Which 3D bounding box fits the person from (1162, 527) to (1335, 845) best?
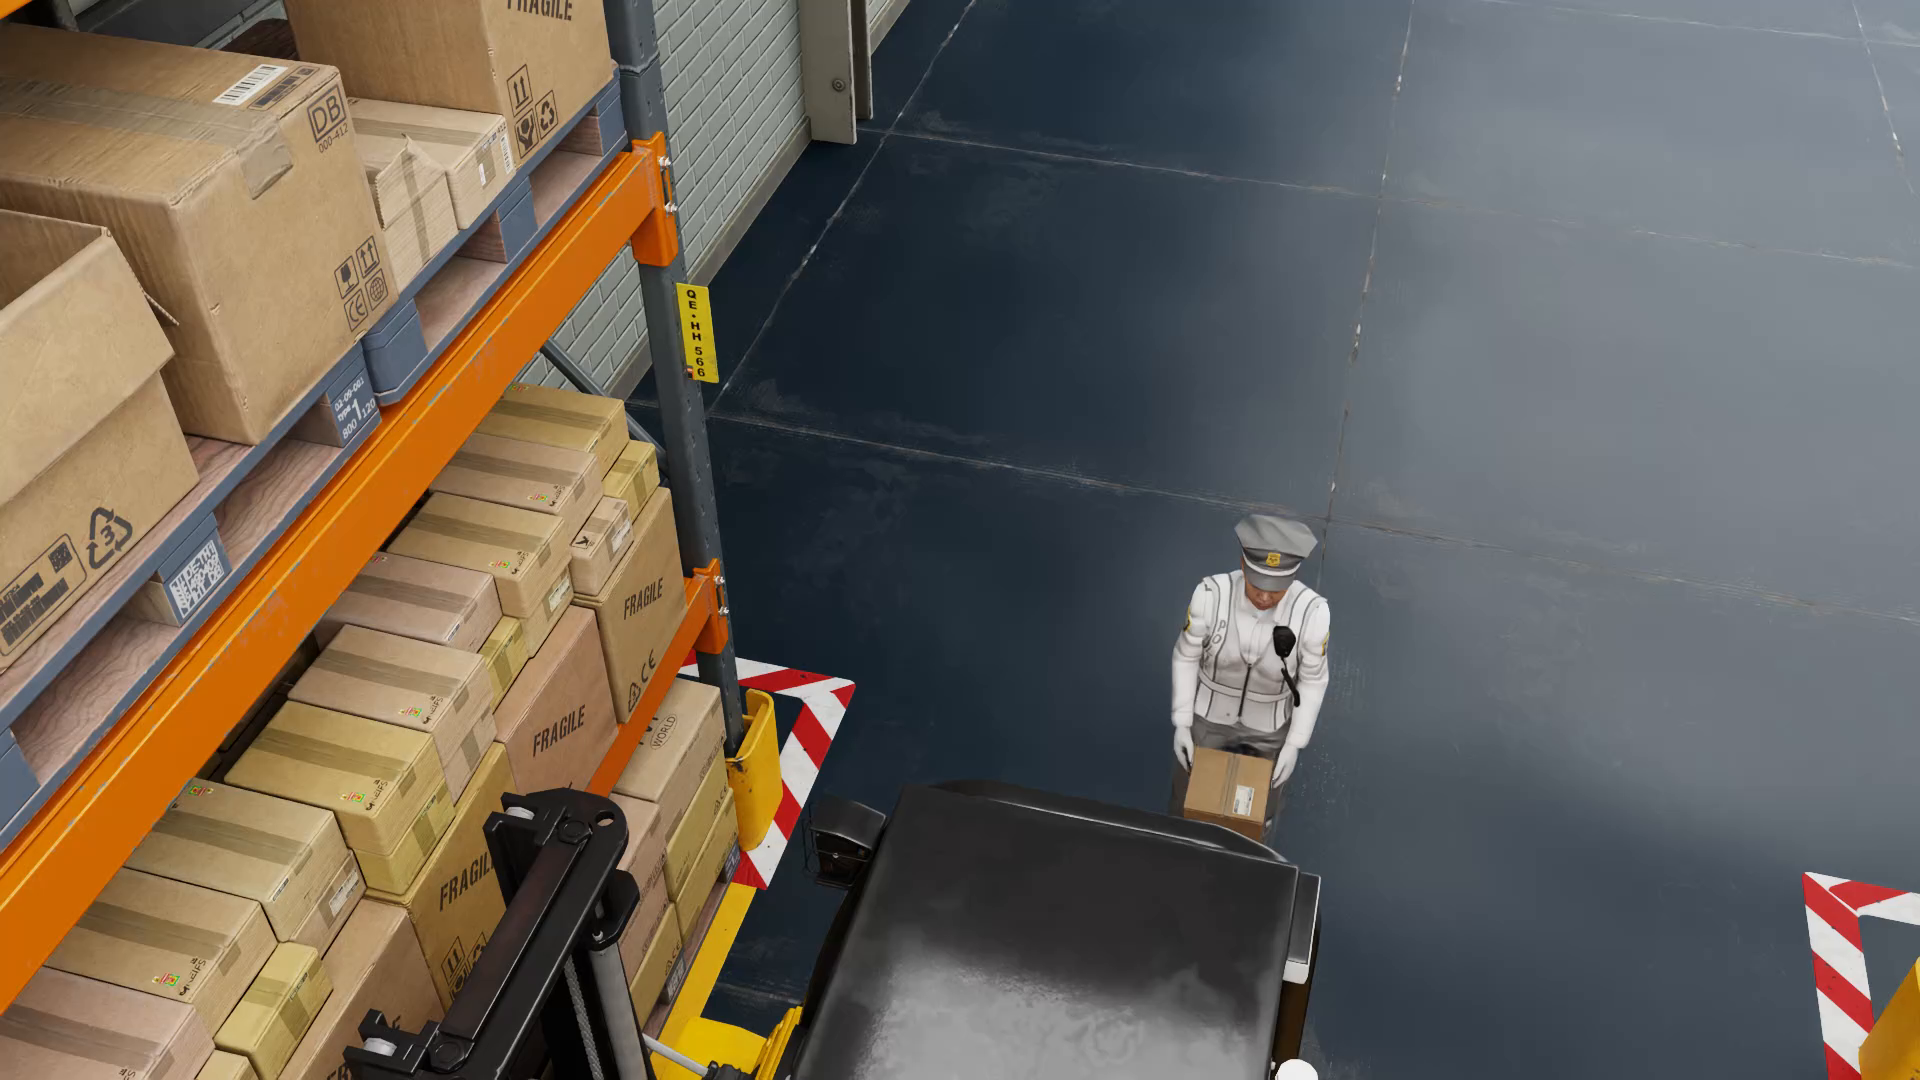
[{"bbox_3d":[0.928,0.606,5.464,0.532,1.663,0.378,10,42,11],"label":"person"}]
